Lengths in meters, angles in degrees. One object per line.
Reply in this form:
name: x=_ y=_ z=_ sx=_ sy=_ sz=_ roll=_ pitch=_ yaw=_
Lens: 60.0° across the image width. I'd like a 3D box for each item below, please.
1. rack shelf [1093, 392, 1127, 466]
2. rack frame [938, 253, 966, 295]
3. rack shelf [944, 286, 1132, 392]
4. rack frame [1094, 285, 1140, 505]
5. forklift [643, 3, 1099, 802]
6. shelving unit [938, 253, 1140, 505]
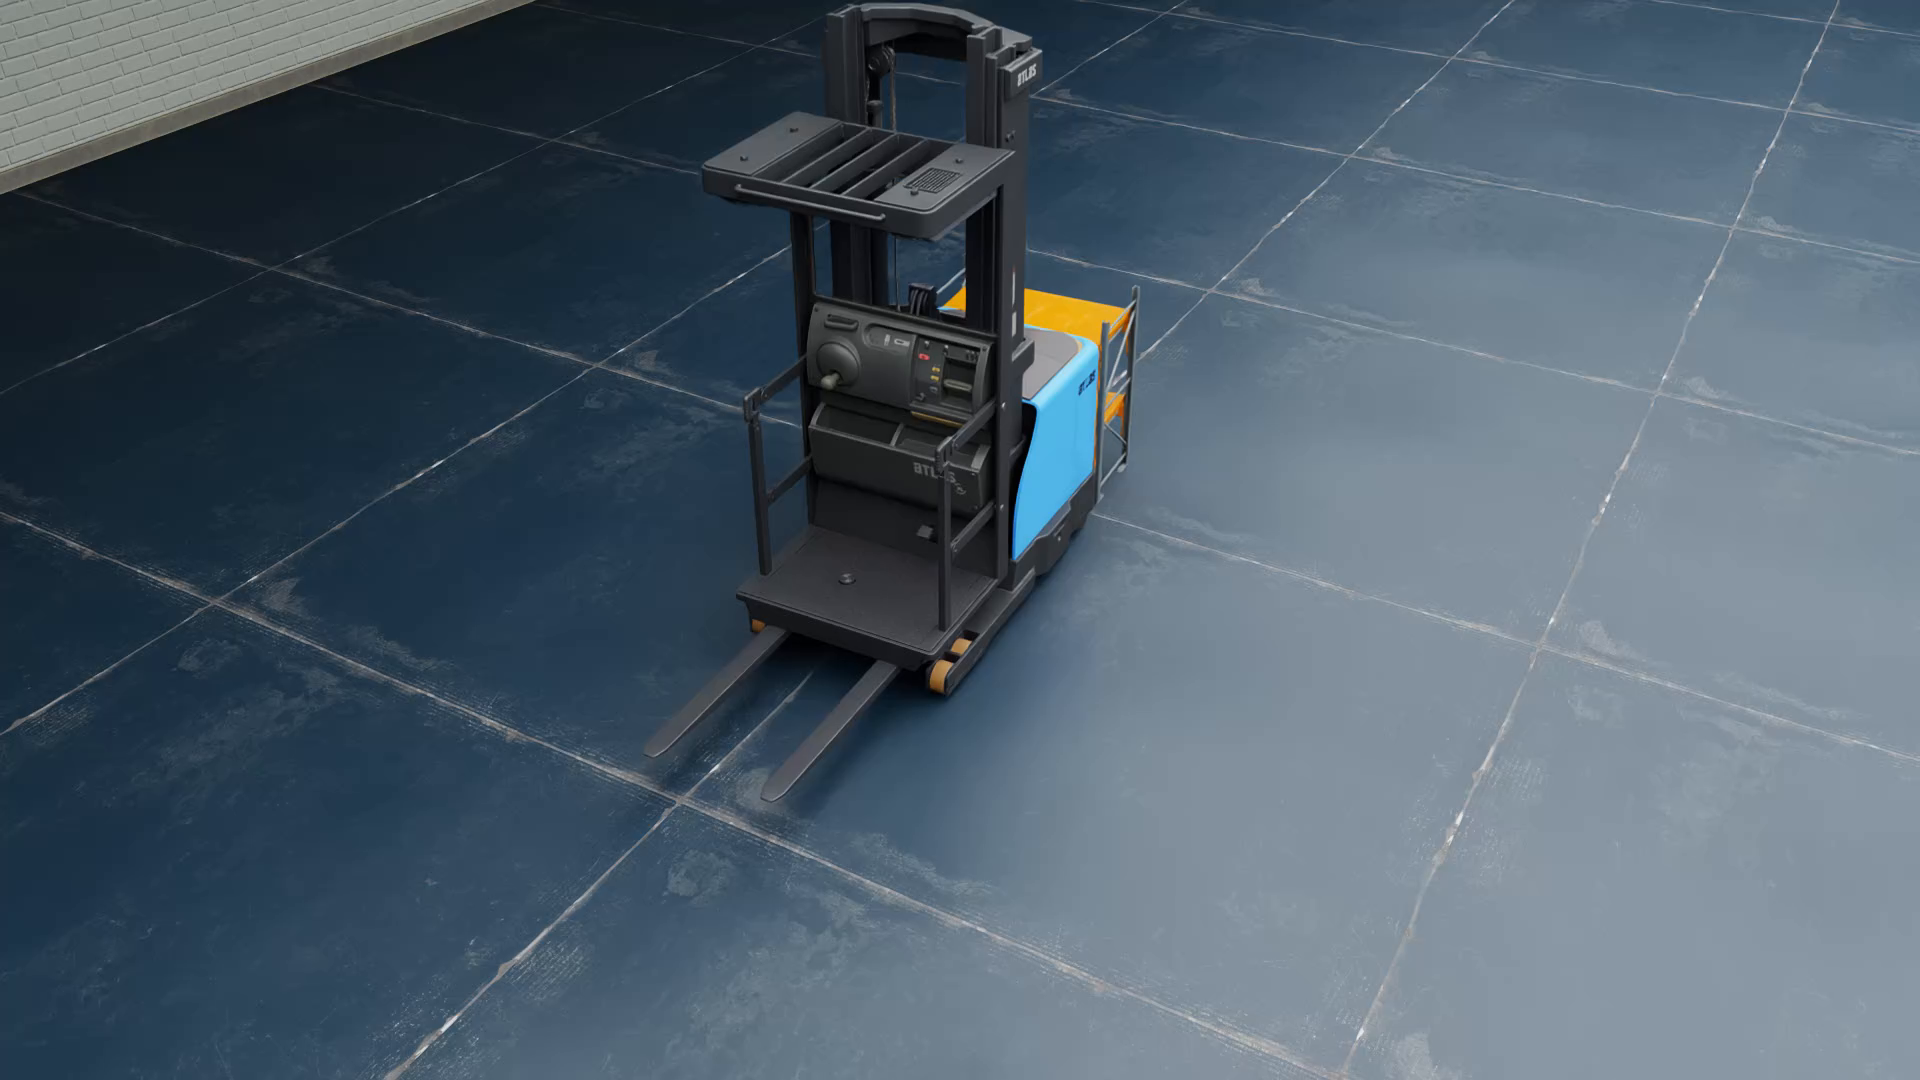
rack shelf: x=0.403 y=-0.711 z=9.516 sx=1.000 sy=0.278 sz=0.538 roll=15 pitch=36 yaw=21
rack frame: x=-0.056 y=-1.036 z=9.562 sx=0.032 sy=1.125 sz=0.500 roll=15 pitch=36 yaw=21
rack shelf: x=0.403 y=-1.159 z=9.218 sx=1.000 sy=0.278 sz=0.538 roll=15 pitch=36 yaw=21
rack frame: x=0.862 y=-0.794 z=9.198 sx=0.032 sy=1.125 sz=0.500 roll=15 pitch=36 yaw=21
forklift: x=-0.389 y=-0.766 z=7.528 sx=1.130 sy=2.935 sz=3.031 roll=16 pitch=37 yaw=23
shelving unit: x=0.403 y=-0.915 z=9.380 sx=1.048 sy=1.125 sz=0.538 roll=15 pitch=36 yaw=21
